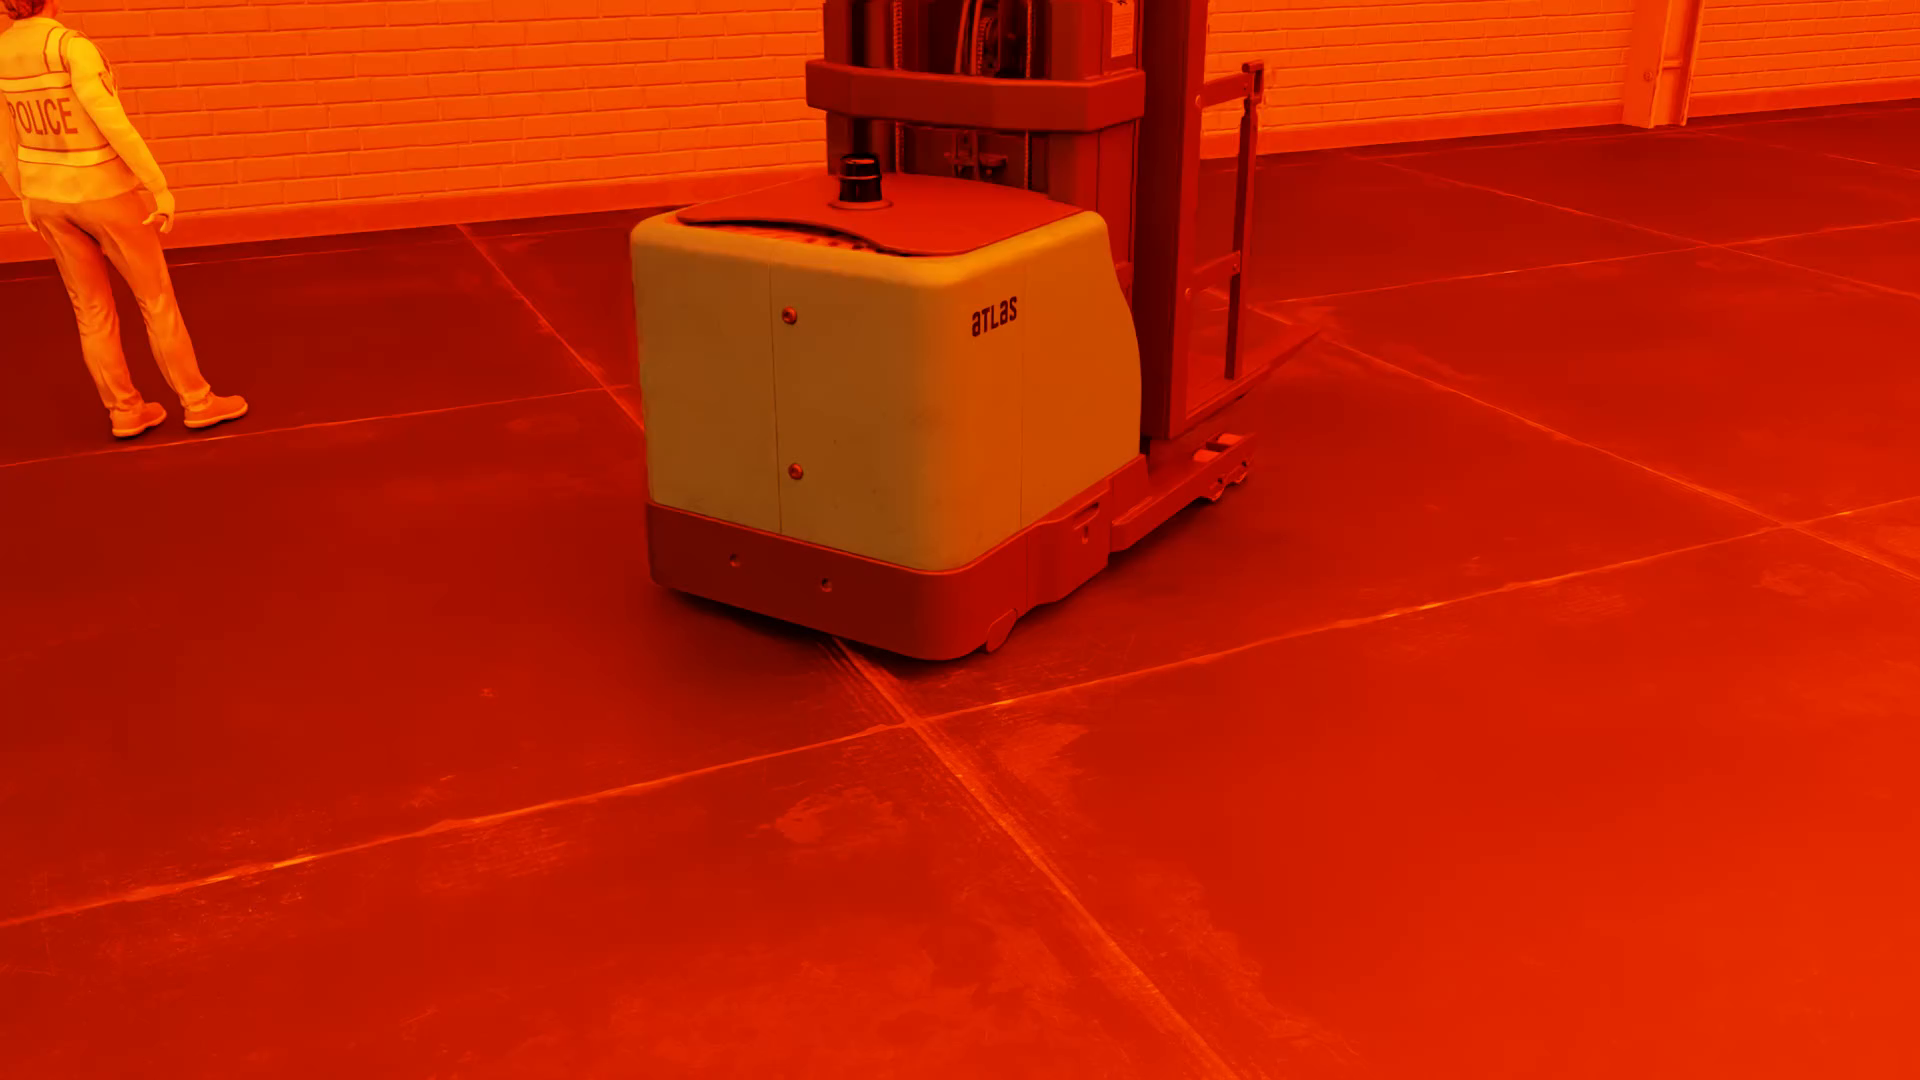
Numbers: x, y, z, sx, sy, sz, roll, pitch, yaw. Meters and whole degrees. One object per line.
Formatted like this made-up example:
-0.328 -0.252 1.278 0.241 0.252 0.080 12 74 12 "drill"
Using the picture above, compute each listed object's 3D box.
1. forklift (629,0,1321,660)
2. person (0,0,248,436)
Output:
0.334 -1.566 5.056 1.130 2.935 3.031 14 26 29 "forklift"
-2.982 -1.194 5.756 0.583 1.696 0.530 3 23 8 "person"
